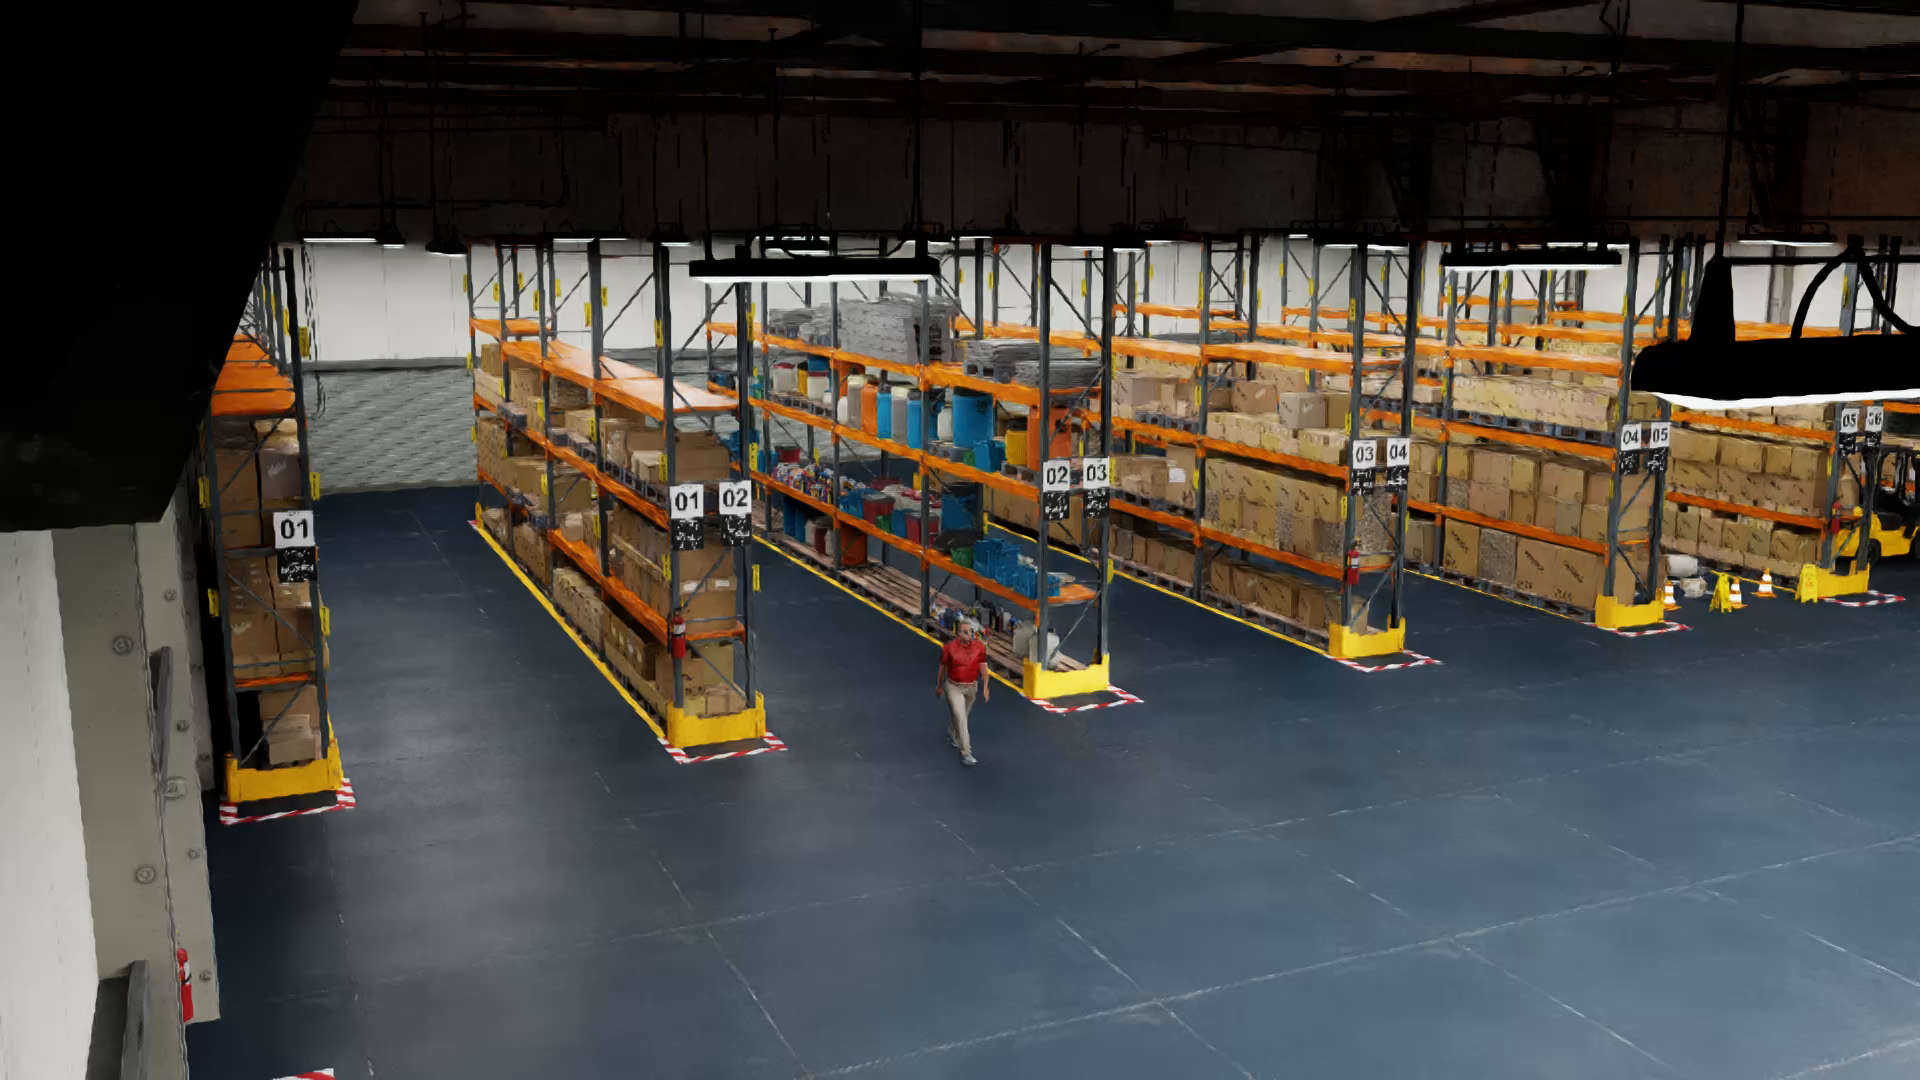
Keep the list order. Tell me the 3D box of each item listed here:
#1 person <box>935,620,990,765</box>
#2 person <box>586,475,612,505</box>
[{"bbox_3d":[0.057,1.750,19.693,0.554,1.669,1.031,-5,12,-24],"label":"person"},{"bbox_3d":[-7.229,-0.899,33.269,0.577,1.691,1.121,-4,12,-21],"label":"person"}]
